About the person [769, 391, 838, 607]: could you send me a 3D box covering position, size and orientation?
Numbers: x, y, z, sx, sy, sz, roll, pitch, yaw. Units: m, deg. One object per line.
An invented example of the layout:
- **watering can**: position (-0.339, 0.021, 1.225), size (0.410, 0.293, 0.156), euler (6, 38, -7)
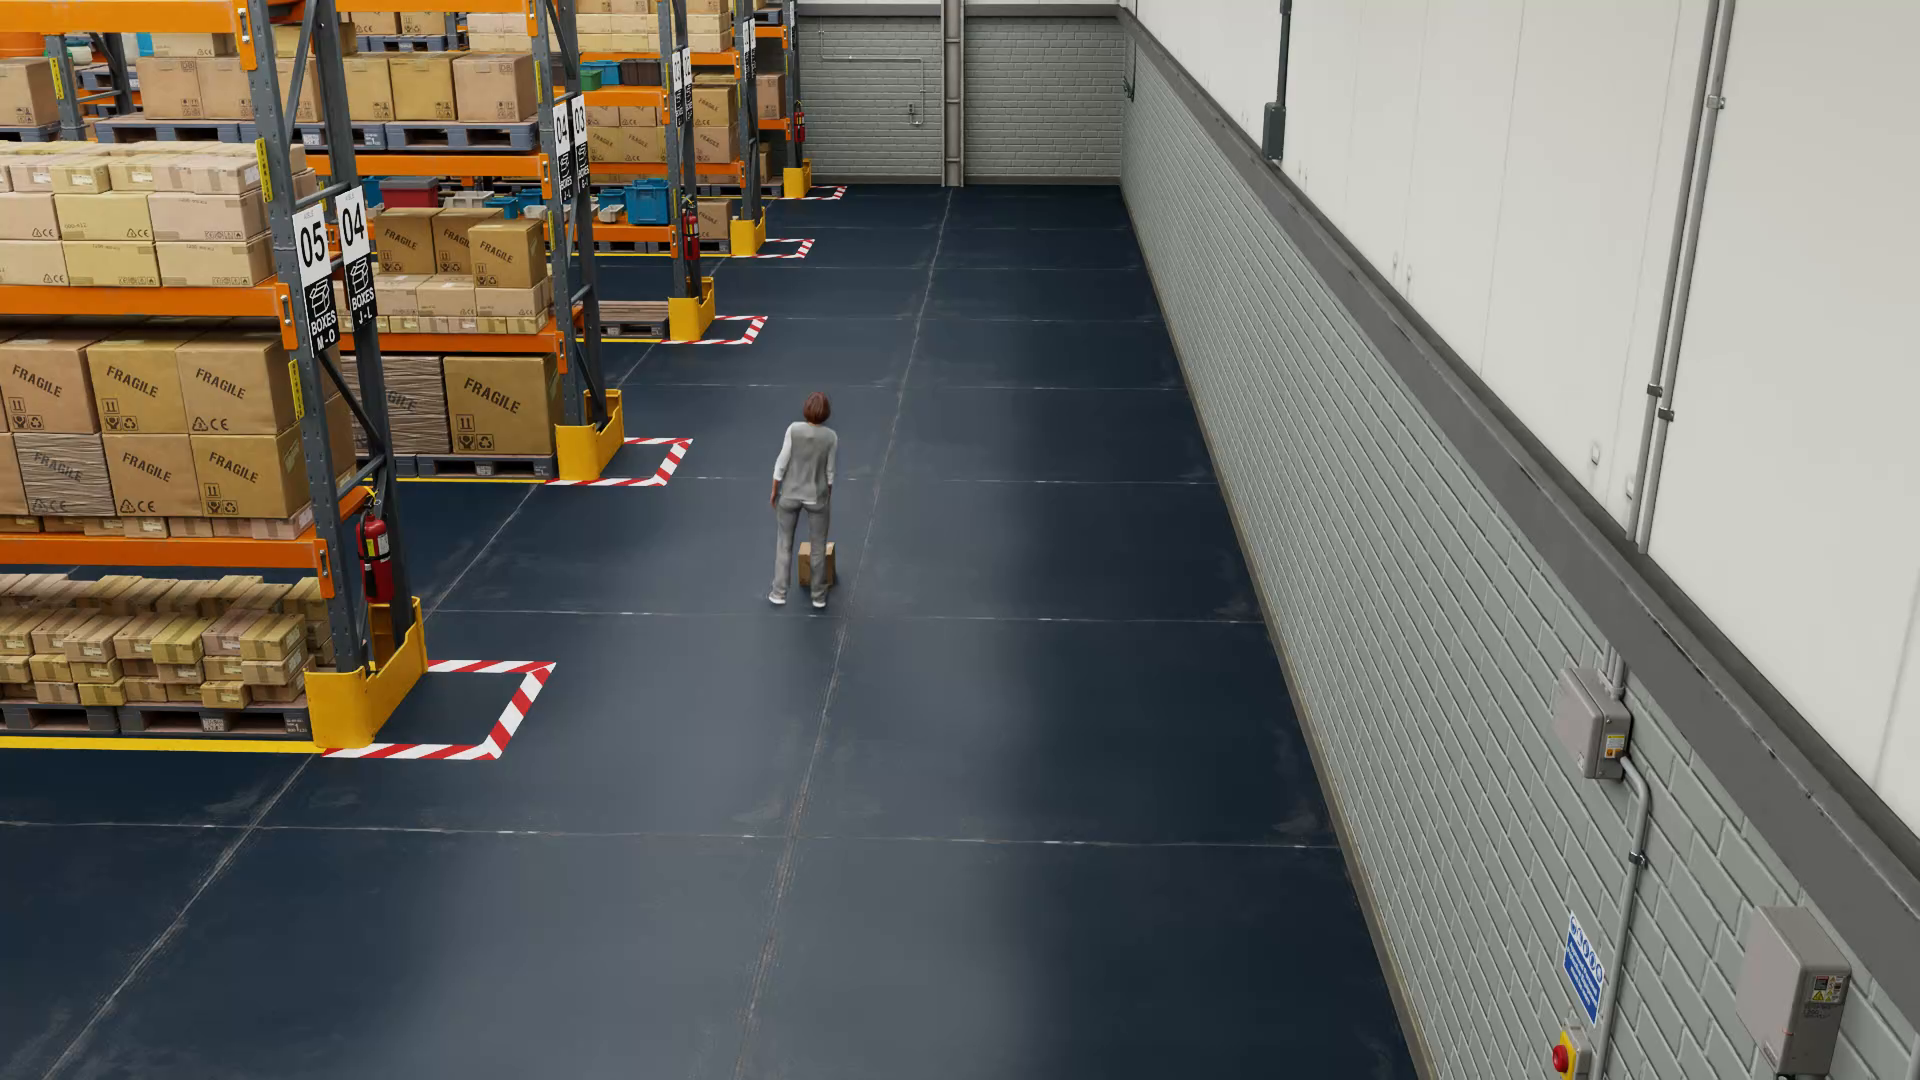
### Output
- **person**: position (-1.122, -0.288, 11.815), size (0.540, 1.598, 0.332), euler (1, 21, 3)
